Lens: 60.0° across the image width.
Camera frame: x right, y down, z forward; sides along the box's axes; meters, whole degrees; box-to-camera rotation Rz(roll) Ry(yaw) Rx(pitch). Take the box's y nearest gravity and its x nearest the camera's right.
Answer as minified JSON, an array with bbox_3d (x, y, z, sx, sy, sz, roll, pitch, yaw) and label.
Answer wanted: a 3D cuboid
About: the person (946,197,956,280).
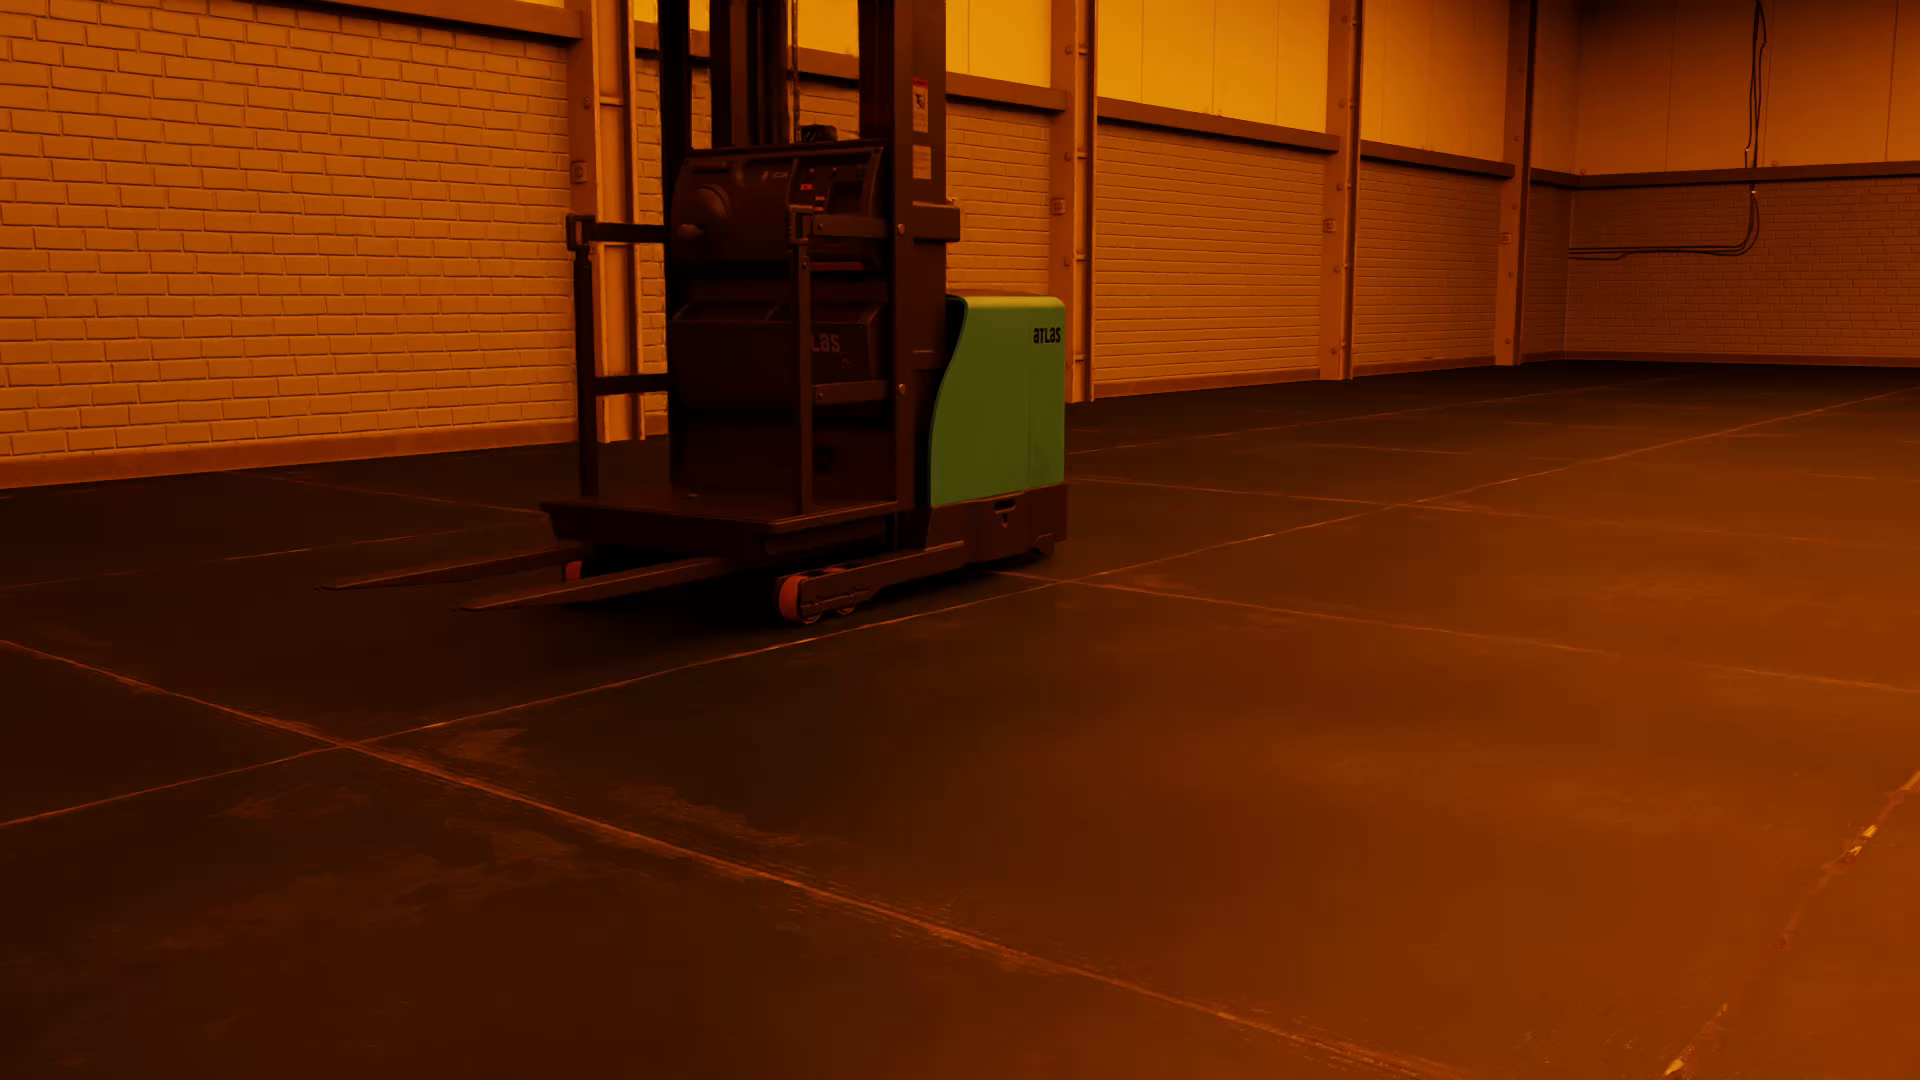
[{"bbox_3d":[-0.082,-0.842,7.905,0.964,1.599,1.069,0,8,0],"label":"person"}]

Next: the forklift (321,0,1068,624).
[{"bbox_3d":[-0.783,-1.248,5.814,1.130,2.935,3.031,5,10,33],"label":"forklift"}]
